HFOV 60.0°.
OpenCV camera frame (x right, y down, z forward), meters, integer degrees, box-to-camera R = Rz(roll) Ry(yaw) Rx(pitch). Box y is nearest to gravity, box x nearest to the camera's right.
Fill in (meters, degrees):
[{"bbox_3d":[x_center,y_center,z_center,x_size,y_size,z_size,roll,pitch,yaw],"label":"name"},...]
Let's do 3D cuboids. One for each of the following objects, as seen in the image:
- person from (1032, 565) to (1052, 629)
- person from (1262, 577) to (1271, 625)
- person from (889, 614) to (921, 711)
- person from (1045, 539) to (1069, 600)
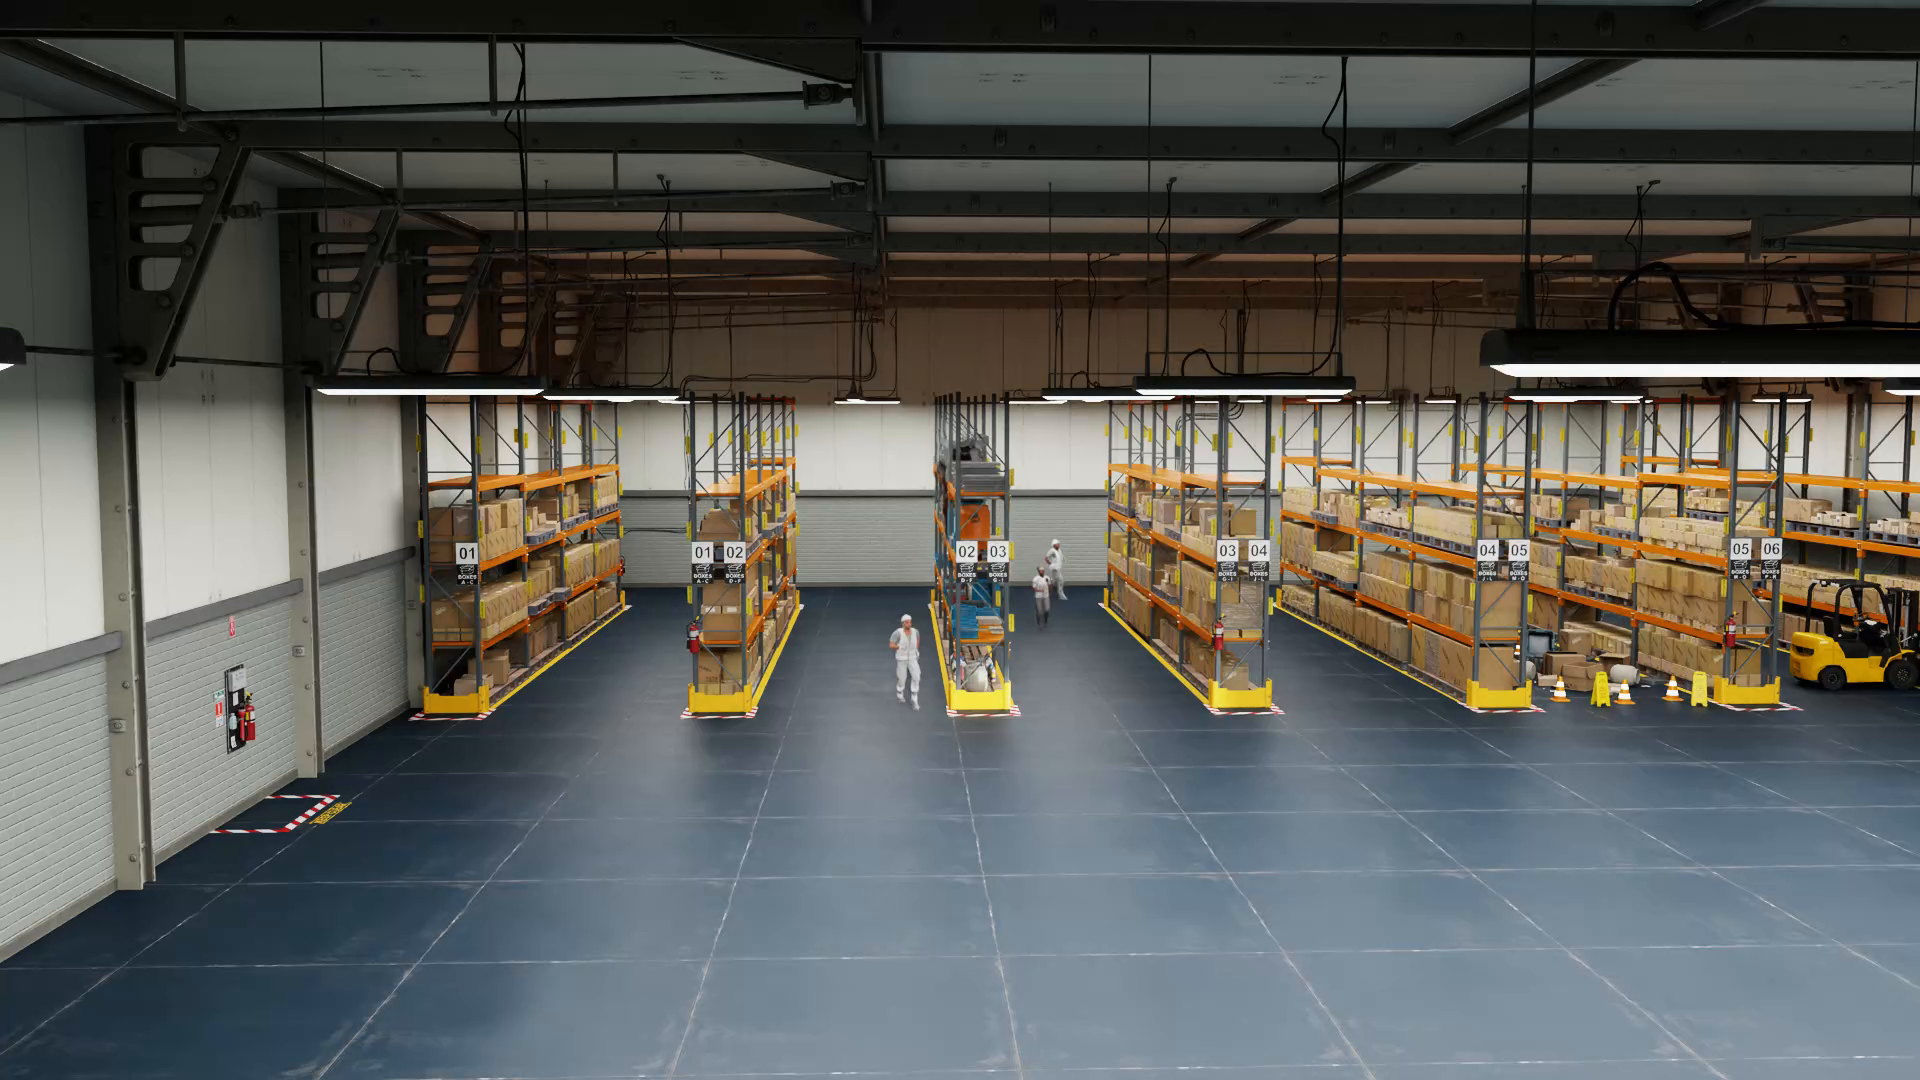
[{"bbox_3d":[2.110,1.474,42.560,0.527,1.658,0.628,-1,5,-9],"label":"person"},{"bbox_3d":[7.893,1.424,43.307,0.552,1.630,0.585,-1,5,-9],"label":"person"},{"bbox_3d":[-1.036,2.308,31.647,0.668,1.817,0.824,-2,5,-19],"label":"person"},{"bbox_3d":[2.821,0.873,49.504,0.901,1.789,0.669,2,5,20],"label":"person"}]
